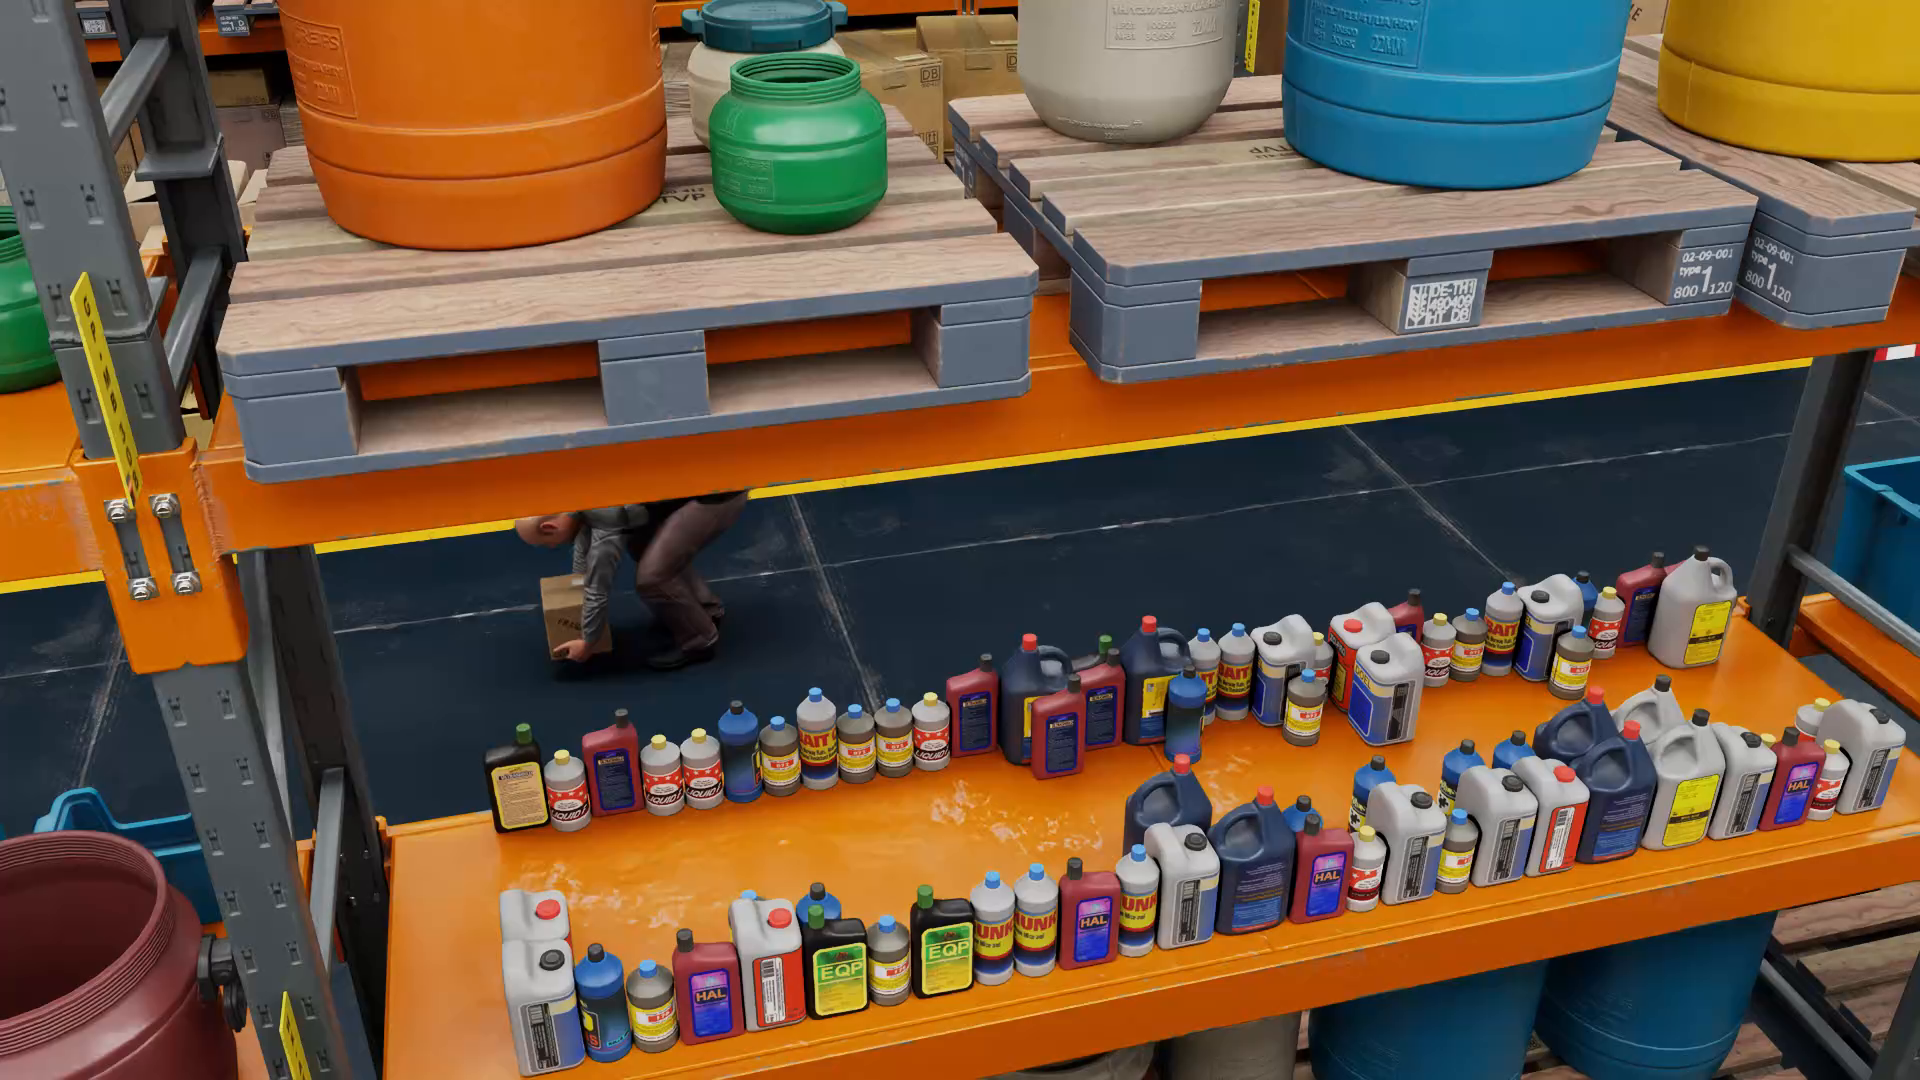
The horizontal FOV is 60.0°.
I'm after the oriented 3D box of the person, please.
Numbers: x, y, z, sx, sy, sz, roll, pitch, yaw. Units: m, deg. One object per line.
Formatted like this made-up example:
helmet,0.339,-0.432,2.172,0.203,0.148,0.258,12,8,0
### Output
person,-1.312,0.029,6.809,0.948,1.014,0.489,-9,31,-16
